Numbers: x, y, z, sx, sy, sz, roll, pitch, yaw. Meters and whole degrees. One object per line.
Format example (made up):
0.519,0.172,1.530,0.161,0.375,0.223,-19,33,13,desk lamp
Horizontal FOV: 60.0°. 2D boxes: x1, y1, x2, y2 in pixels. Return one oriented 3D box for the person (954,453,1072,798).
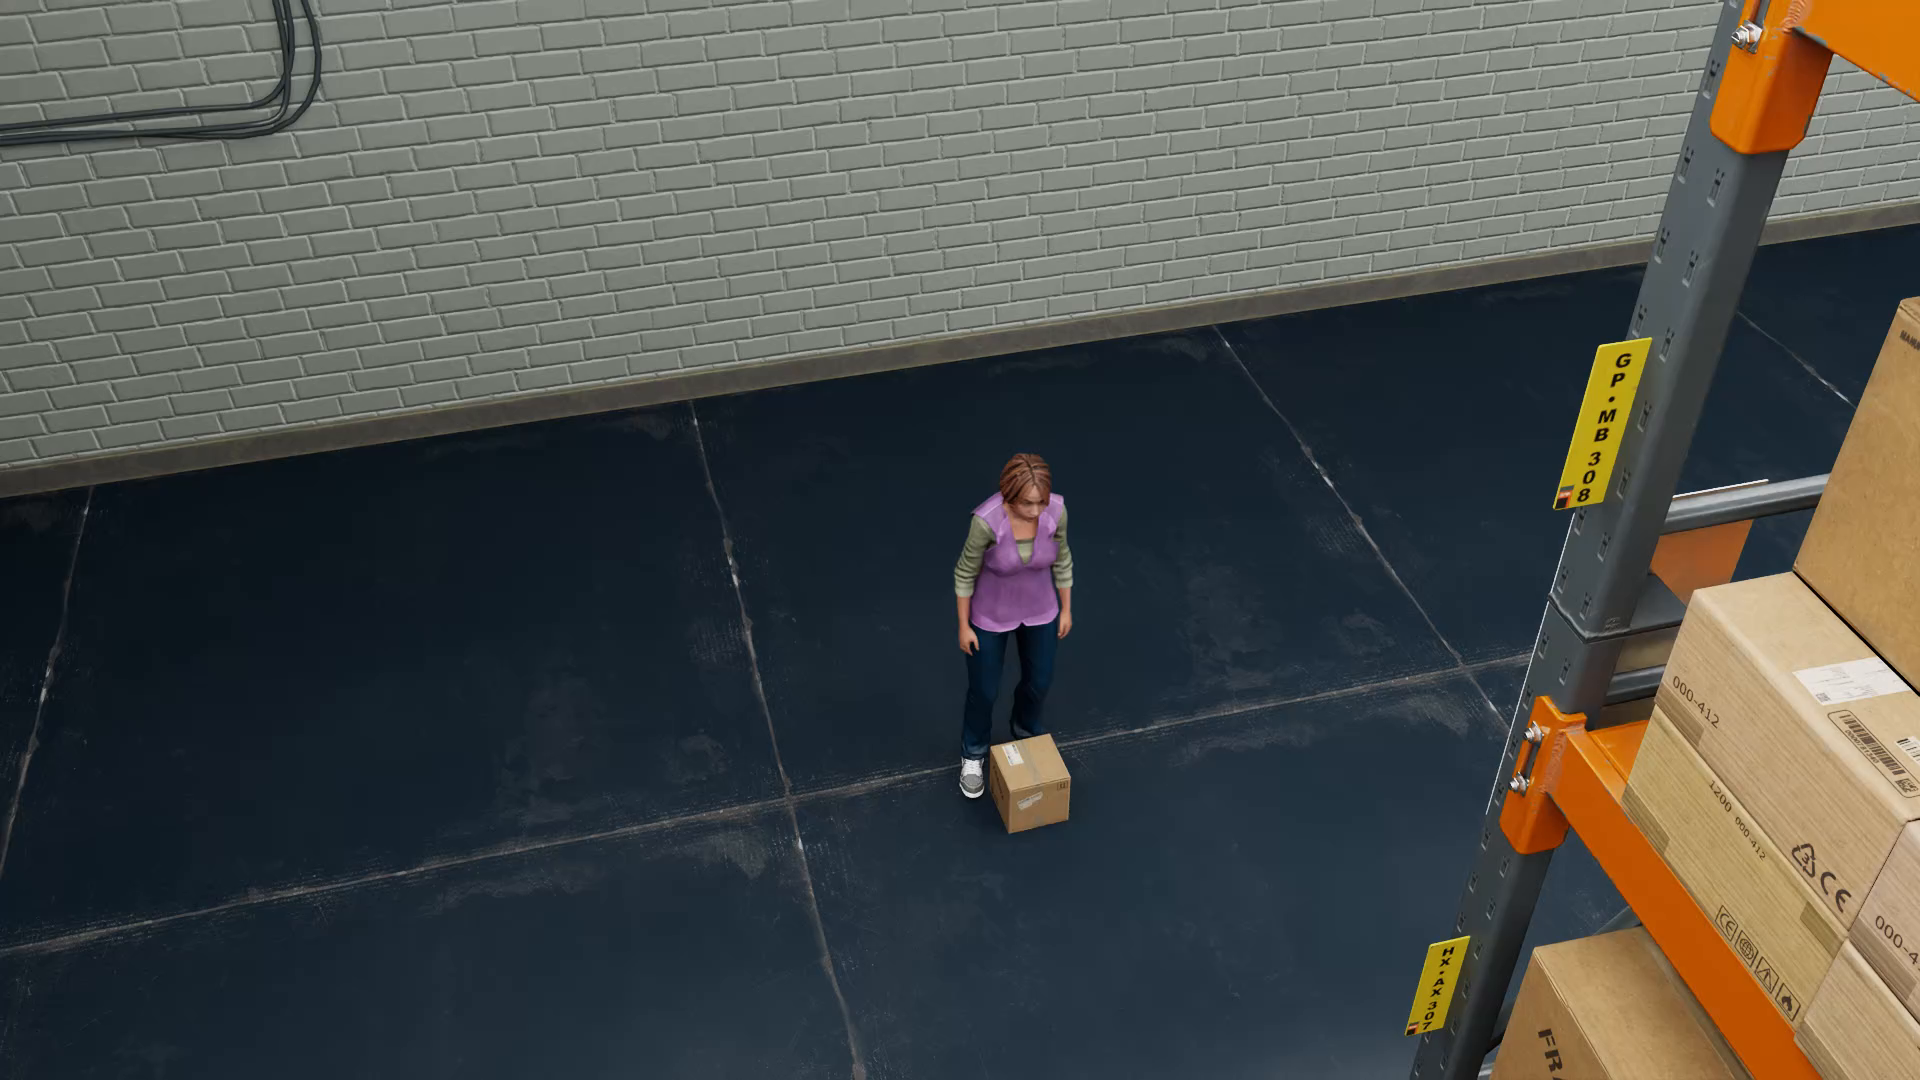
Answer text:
0.206,0.302,6.345,0.468,1.593,0.350,-10,40,-12,person
